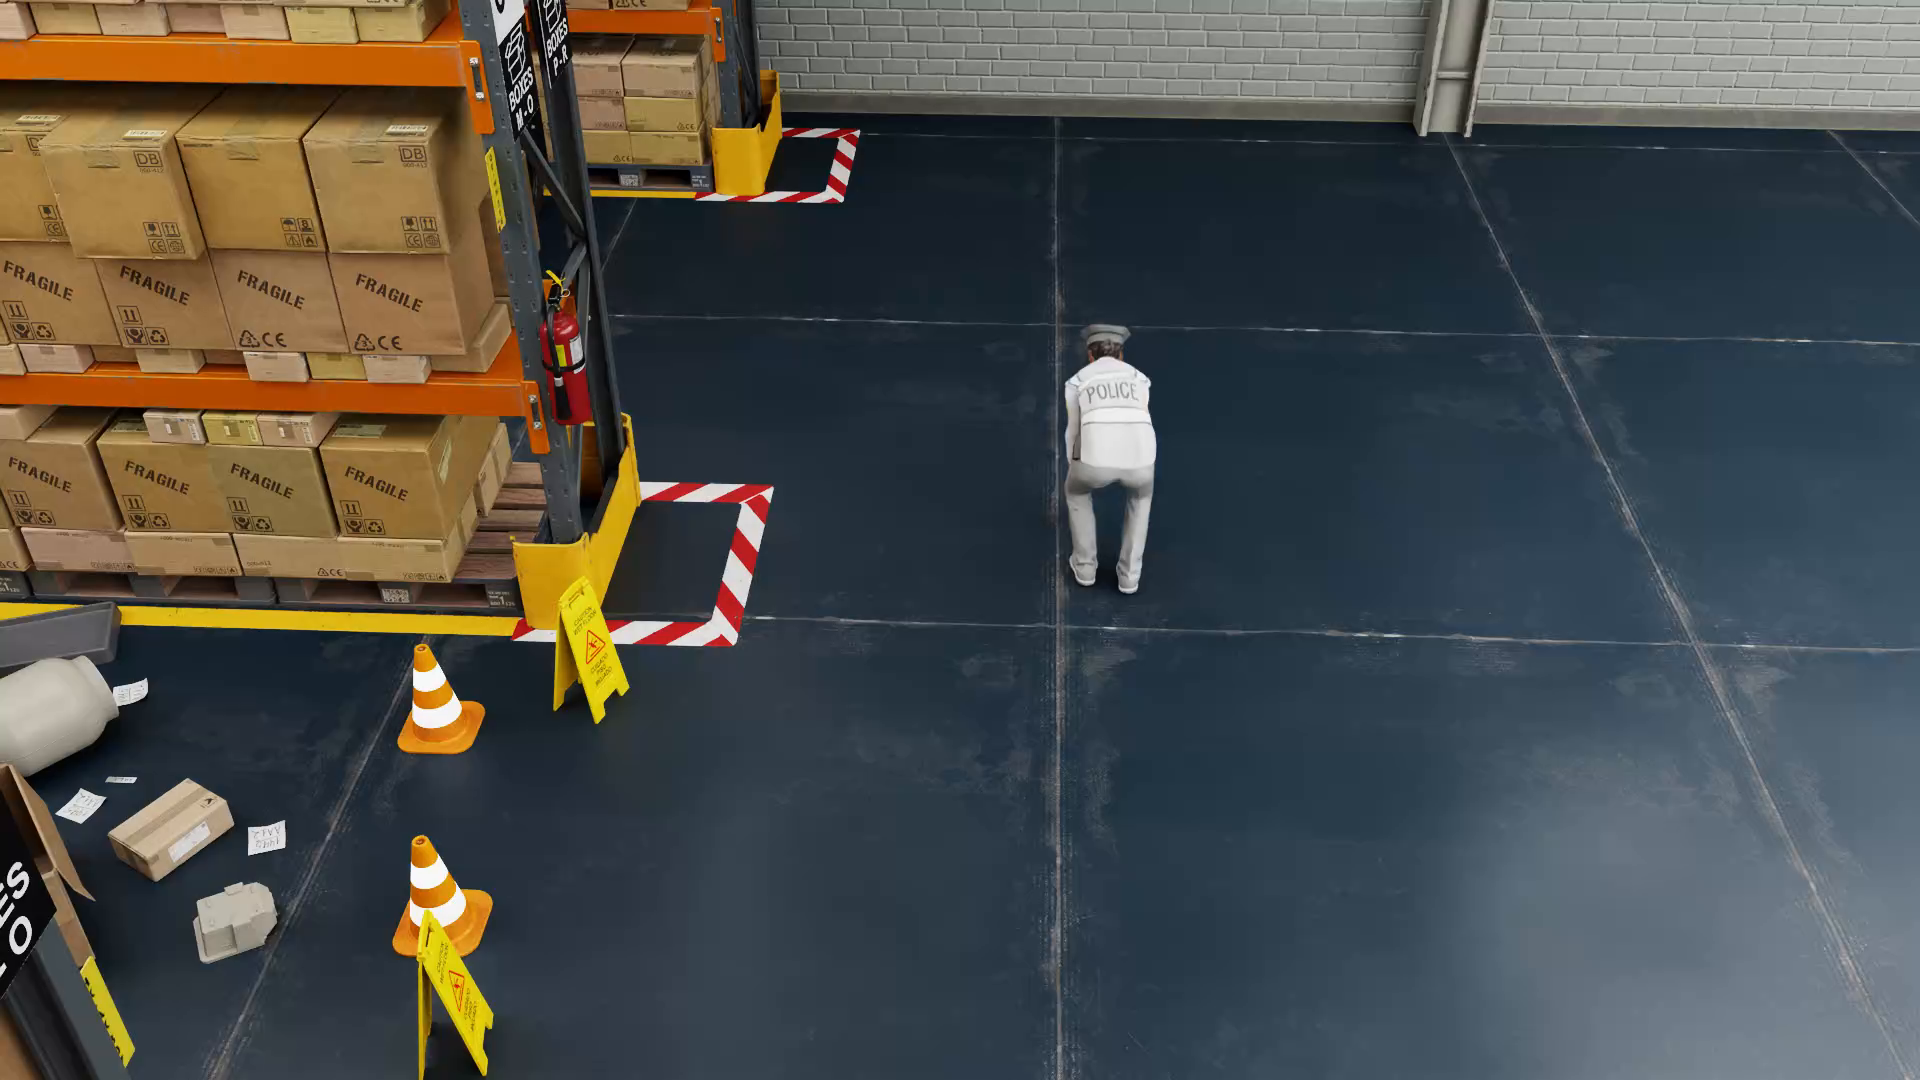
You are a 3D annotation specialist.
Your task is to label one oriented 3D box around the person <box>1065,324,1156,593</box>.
[{"bbox_3d":[0.718,-0.396,8.087,0.432,1.168,0.911,0,36,0],"label":"person"}]
